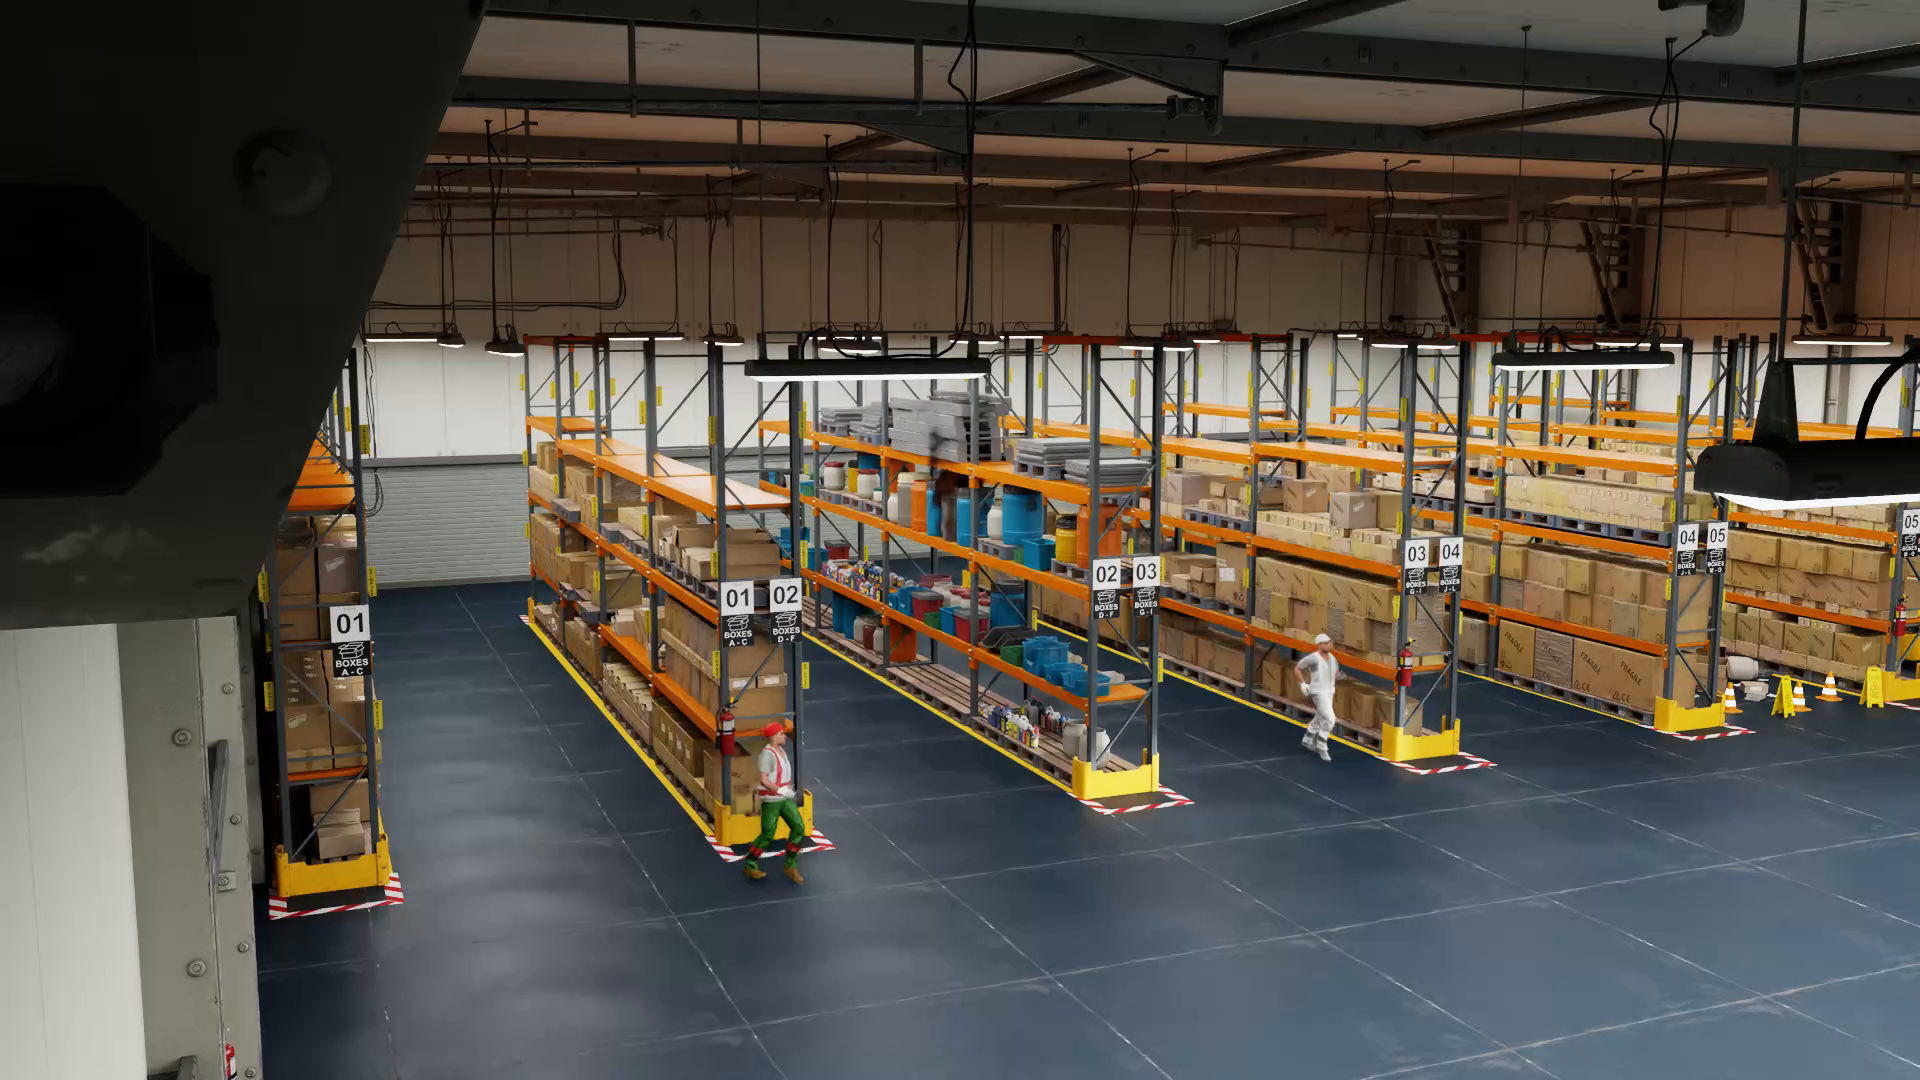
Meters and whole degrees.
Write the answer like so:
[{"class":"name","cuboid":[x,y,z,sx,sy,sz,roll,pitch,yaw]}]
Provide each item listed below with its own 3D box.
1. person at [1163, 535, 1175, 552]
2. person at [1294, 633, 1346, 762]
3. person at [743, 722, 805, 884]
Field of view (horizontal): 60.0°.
[{"class":"person","cuboid":[5.352,-0.051,41.853,0.667,1.685,0.684,1,8,11]},{"class":"person","cuboid":[5.227,2.262,23.998,0.641,1.839,0.761,-7,10,-41]},{"class":"person","cuboid":[-2.047,2.955,18.864,0.708,1.788,0.735,3,8,22]}]
